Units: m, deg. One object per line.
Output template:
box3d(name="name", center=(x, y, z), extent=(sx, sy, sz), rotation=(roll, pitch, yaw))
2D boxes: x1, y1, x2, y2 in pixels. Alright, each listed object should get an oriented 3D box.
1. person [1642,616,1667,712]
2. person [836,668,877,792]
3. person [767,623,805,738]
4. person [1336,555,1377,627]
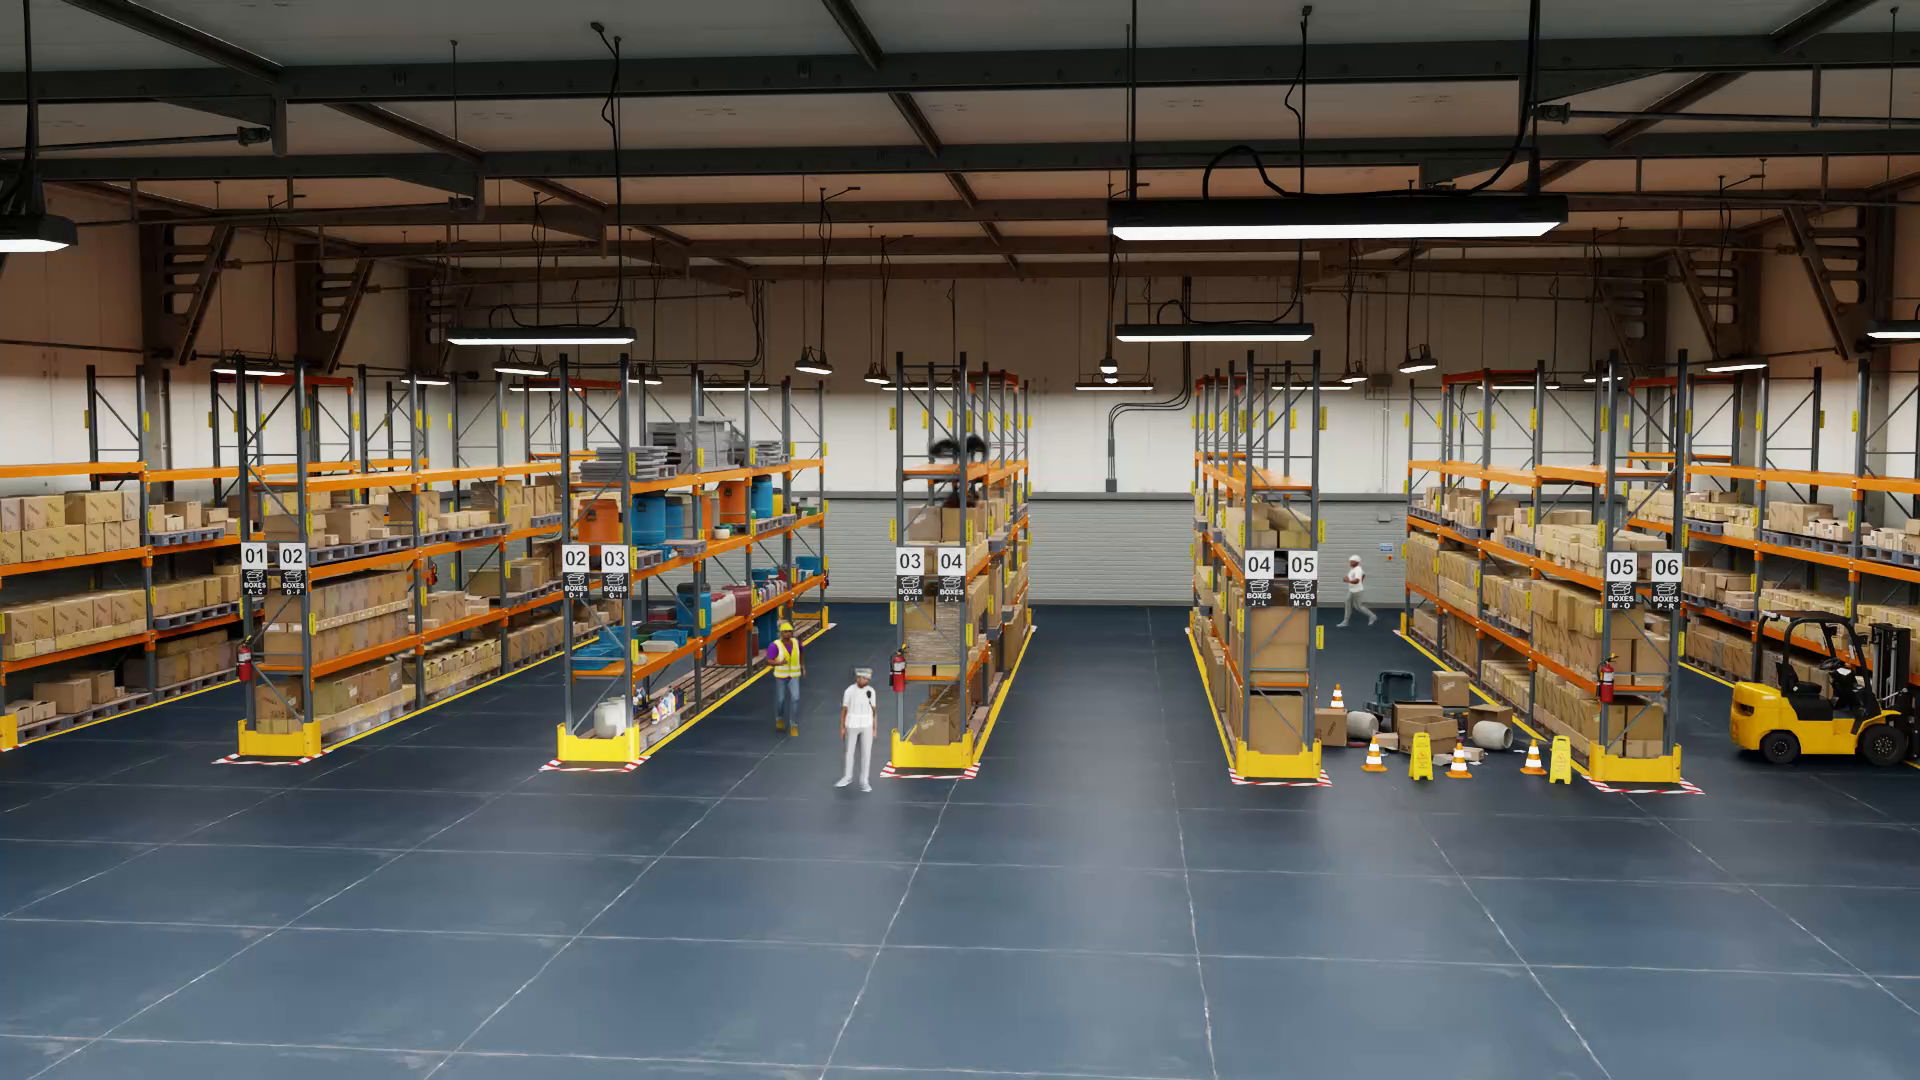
box3d(name="person", center=(11.799, 2.160, 28.450), extent=(0.598, 1.660, 0.942), rotation=(0, 4, -3))
box3d(name="person", center=(-1.415, 2.567, 22.671), extent=(0.551, 1.675, 0.482), rotation=(-1, 4, -12))
box3d(name="person", center=(-2.778, 2.222, 26.625), extent=(0.669, 1.823, 0.868), rotation=(-1, 4, -16))
box3d(name="person", center=(9.580, 1.241, 40.149), extent=(0.976, 1.749, 0.714), rotation=(0, 4, 5))
